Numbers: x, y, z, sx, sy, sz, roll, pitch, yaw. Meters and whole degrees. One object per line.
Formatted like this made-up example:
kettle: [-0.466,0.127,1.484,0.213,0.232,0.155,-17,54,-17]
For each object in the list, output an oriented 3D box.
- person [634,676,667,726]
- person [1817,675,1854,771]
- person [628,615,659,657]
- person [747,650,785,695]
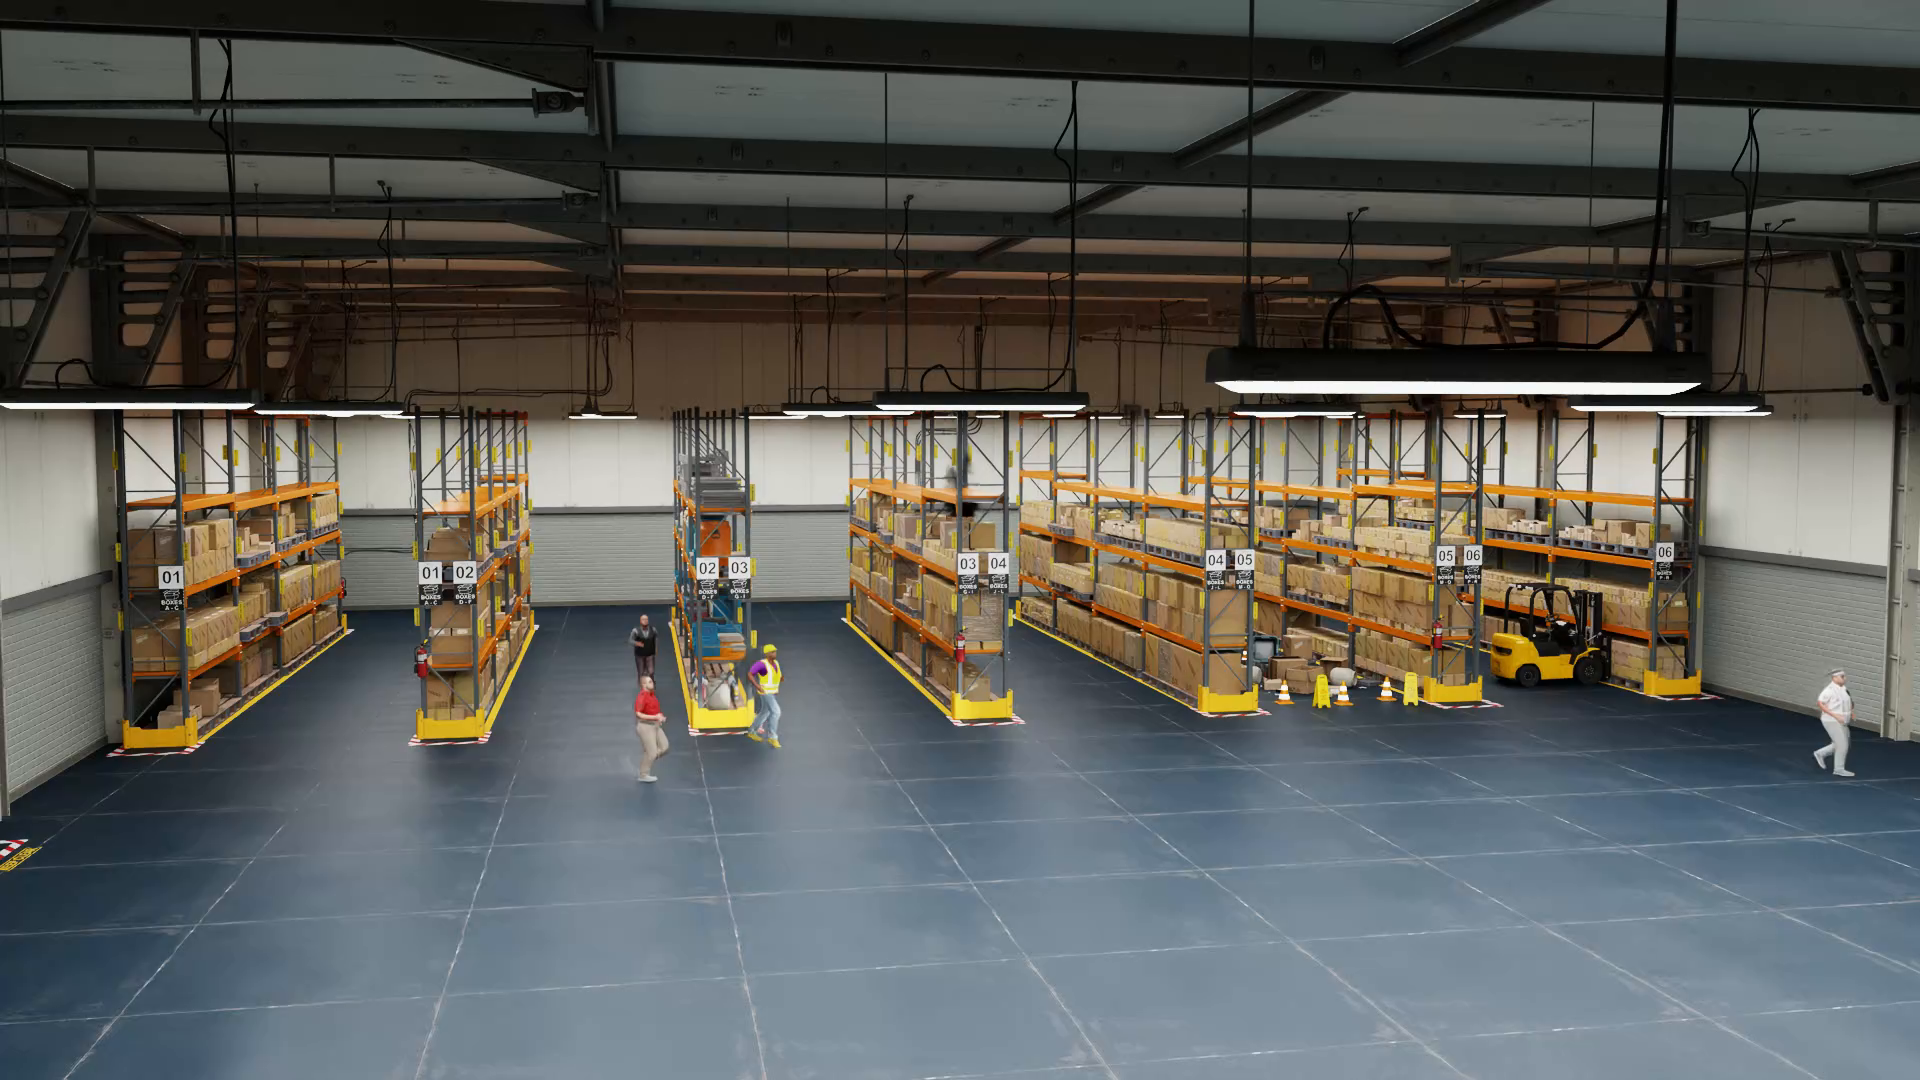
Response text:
person: [-4.881,2.573,26.402,0.587,0.836,0.652,1,4,12]
person: [14.189,2.955,27.001,0.659,1.558,0.557,-3,5,-38]
person: [-6.505,1.982,34.246,0.638,0.866,0.656,-1,4,-14]
person: [-3.363,2.308,29.396,0.555,0.868,0.715,2,4,21]
